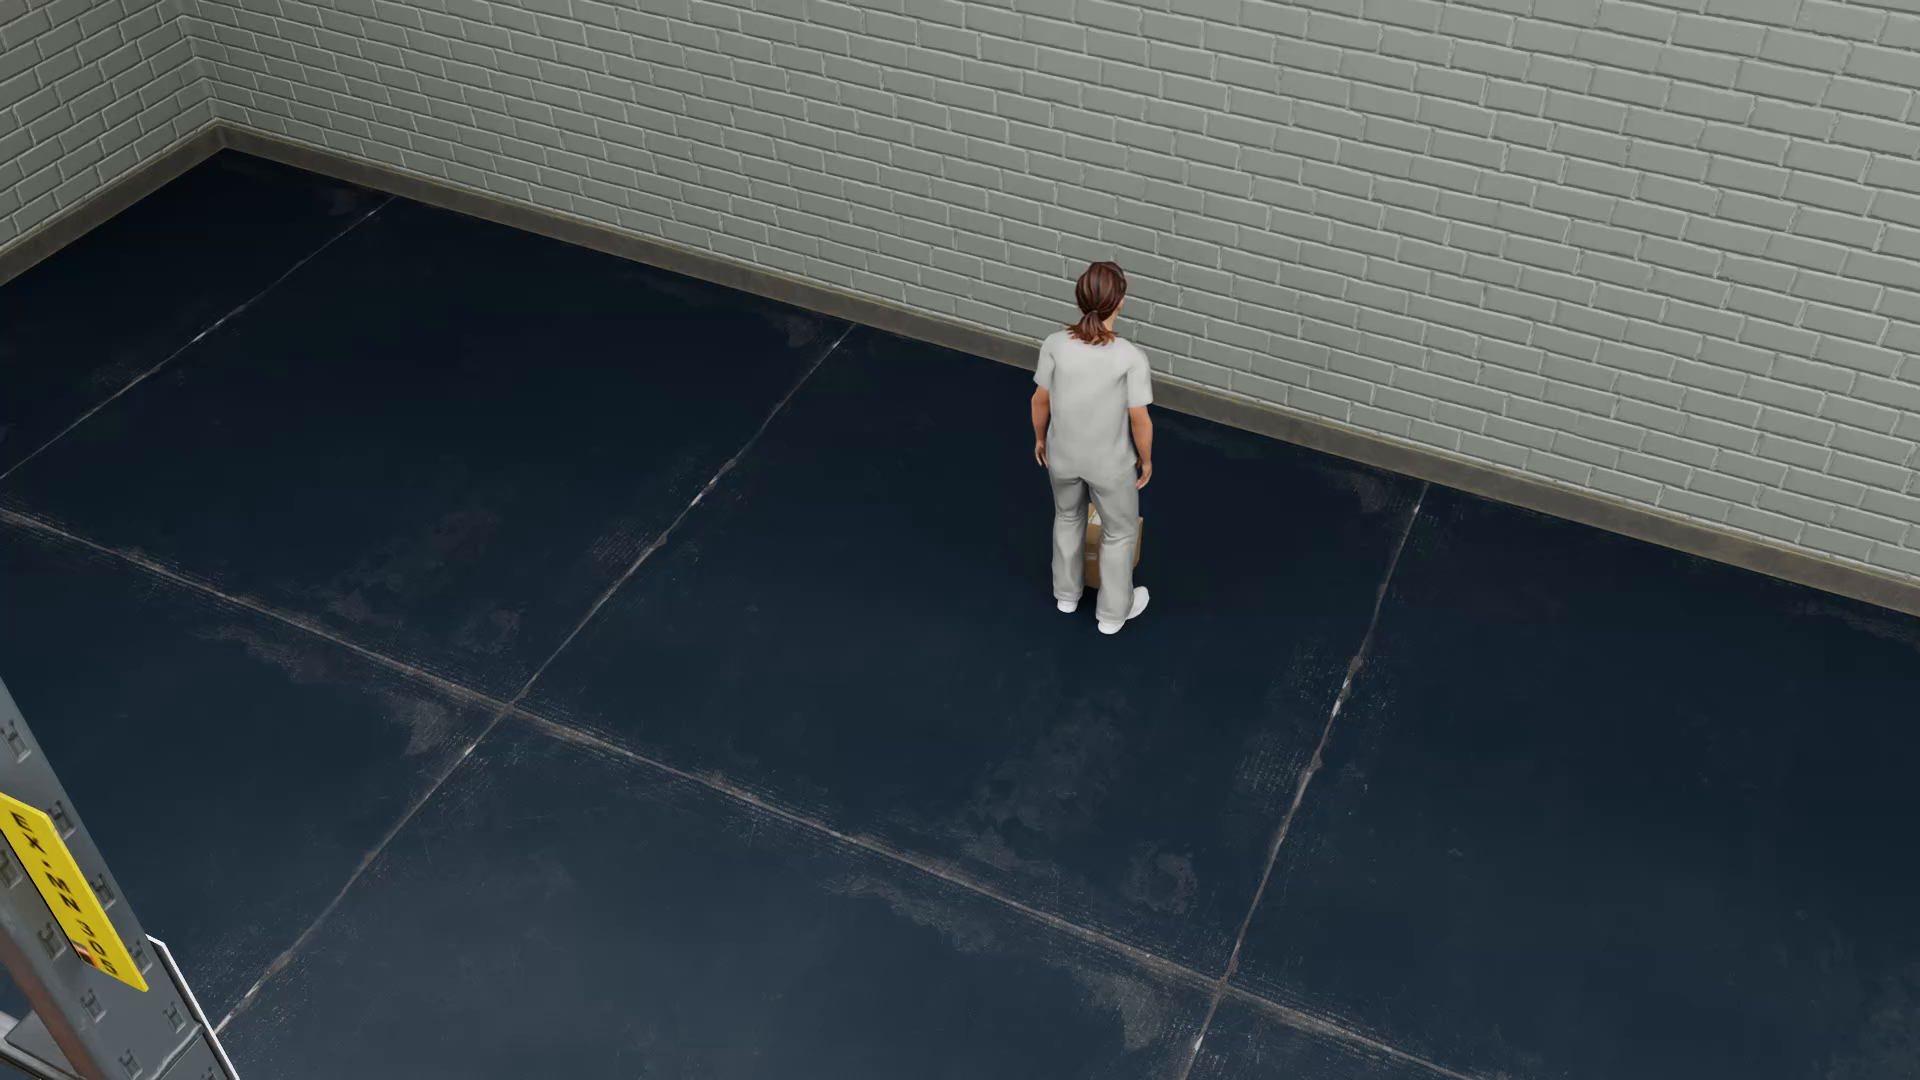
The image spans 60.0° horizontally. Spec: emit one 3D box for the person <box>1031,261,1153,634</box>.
[{"bbox_3d":[0.536,-0.351,6.550,0.504,1.671,0.416,15,44,16],"label":"person"}]
